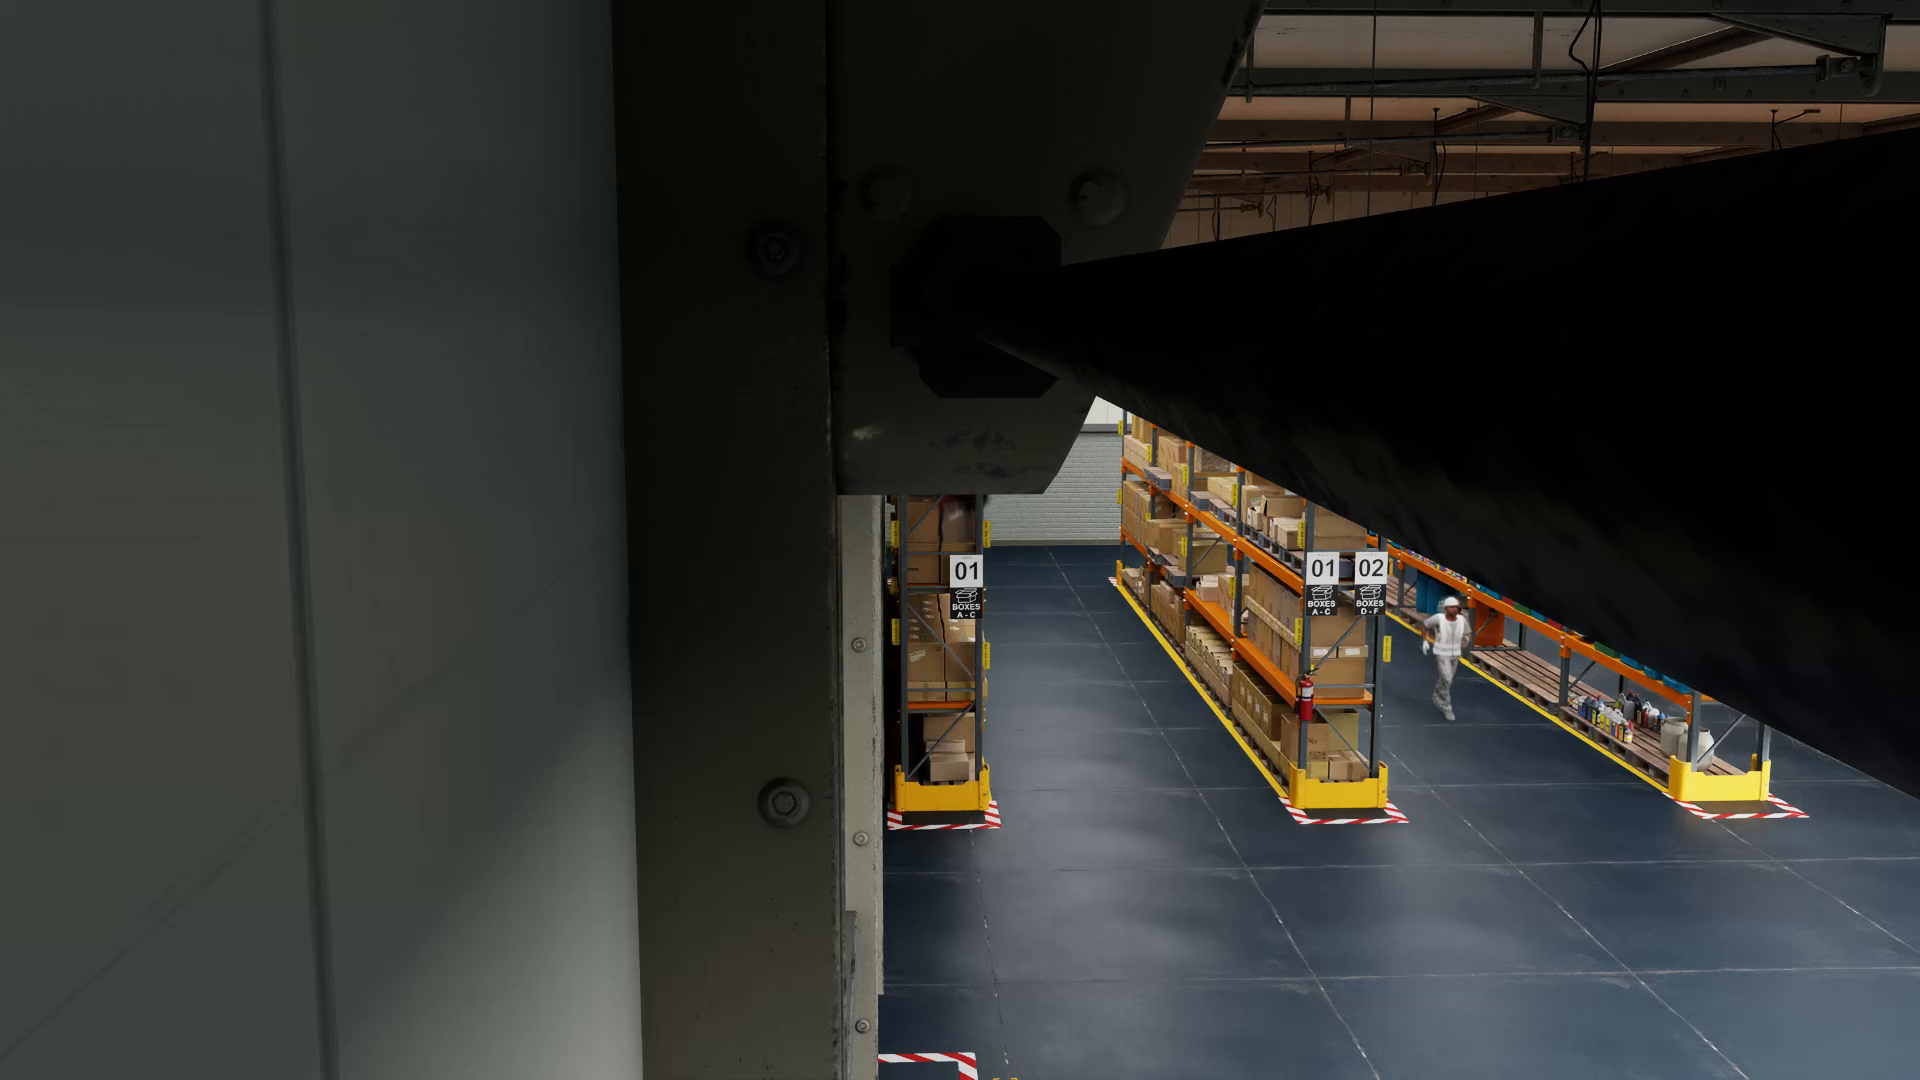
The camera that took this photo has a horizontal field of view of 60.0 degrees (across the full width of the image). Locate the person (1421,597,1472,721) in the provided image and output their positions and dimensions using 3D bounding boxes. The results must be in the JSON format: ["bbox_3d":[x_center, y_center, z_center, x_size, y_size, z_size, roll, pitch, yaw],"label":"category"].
[{"bbox_3d":[7.343,1.759,25.064,0.661,1.842,0.882,-2,9,-15],"label":"person"}]
